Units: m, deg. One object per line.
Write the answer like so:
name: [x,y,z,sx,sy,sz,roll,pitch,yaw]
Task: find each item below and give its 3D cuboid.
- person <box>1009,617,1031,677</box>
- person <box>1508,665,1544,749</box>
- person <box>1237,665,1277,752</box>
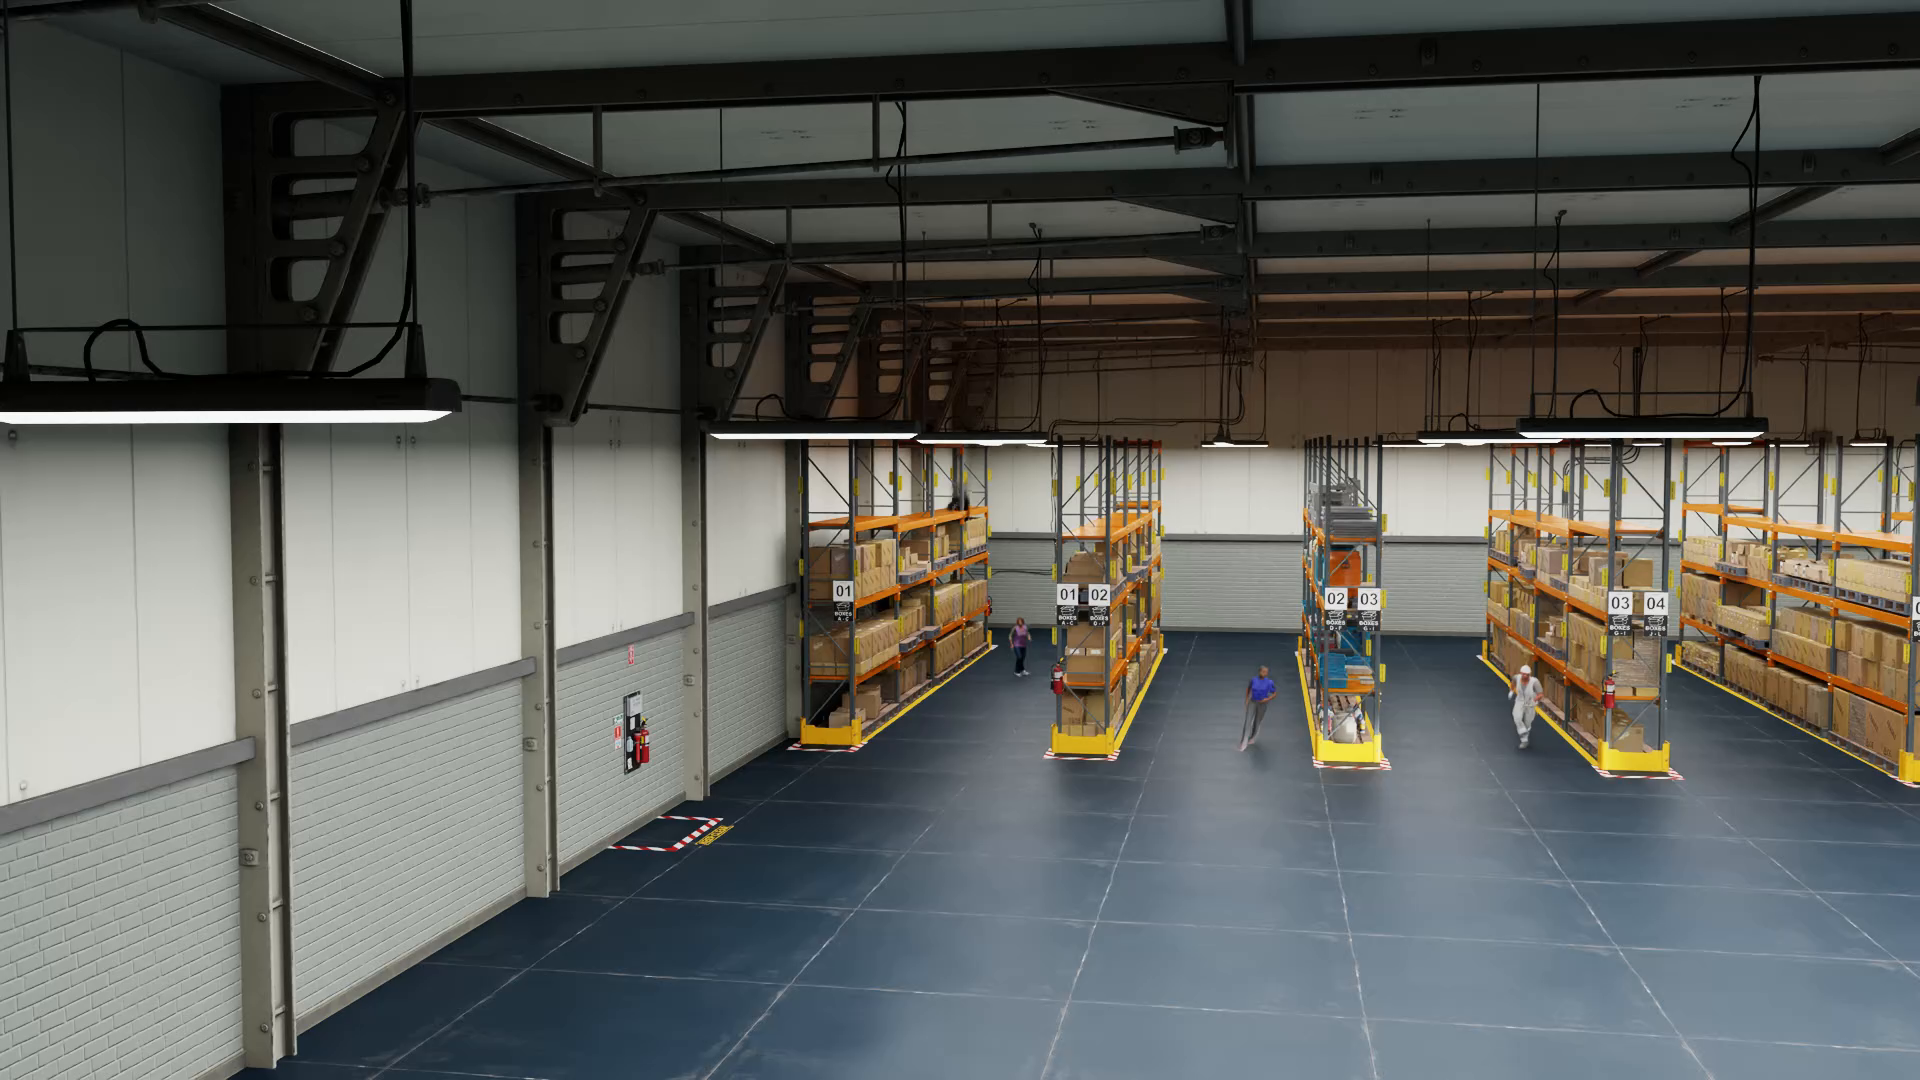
person: [1.552,2.714,42.069,0.576,1.560,0.789,-2,3,-28]
person: [10.887,3.164,31.986,0.687,1.603,1.098,2,3,26]
person: [5.704,3.196,31.821,0.712,1.632,0.842,1,3,14]
